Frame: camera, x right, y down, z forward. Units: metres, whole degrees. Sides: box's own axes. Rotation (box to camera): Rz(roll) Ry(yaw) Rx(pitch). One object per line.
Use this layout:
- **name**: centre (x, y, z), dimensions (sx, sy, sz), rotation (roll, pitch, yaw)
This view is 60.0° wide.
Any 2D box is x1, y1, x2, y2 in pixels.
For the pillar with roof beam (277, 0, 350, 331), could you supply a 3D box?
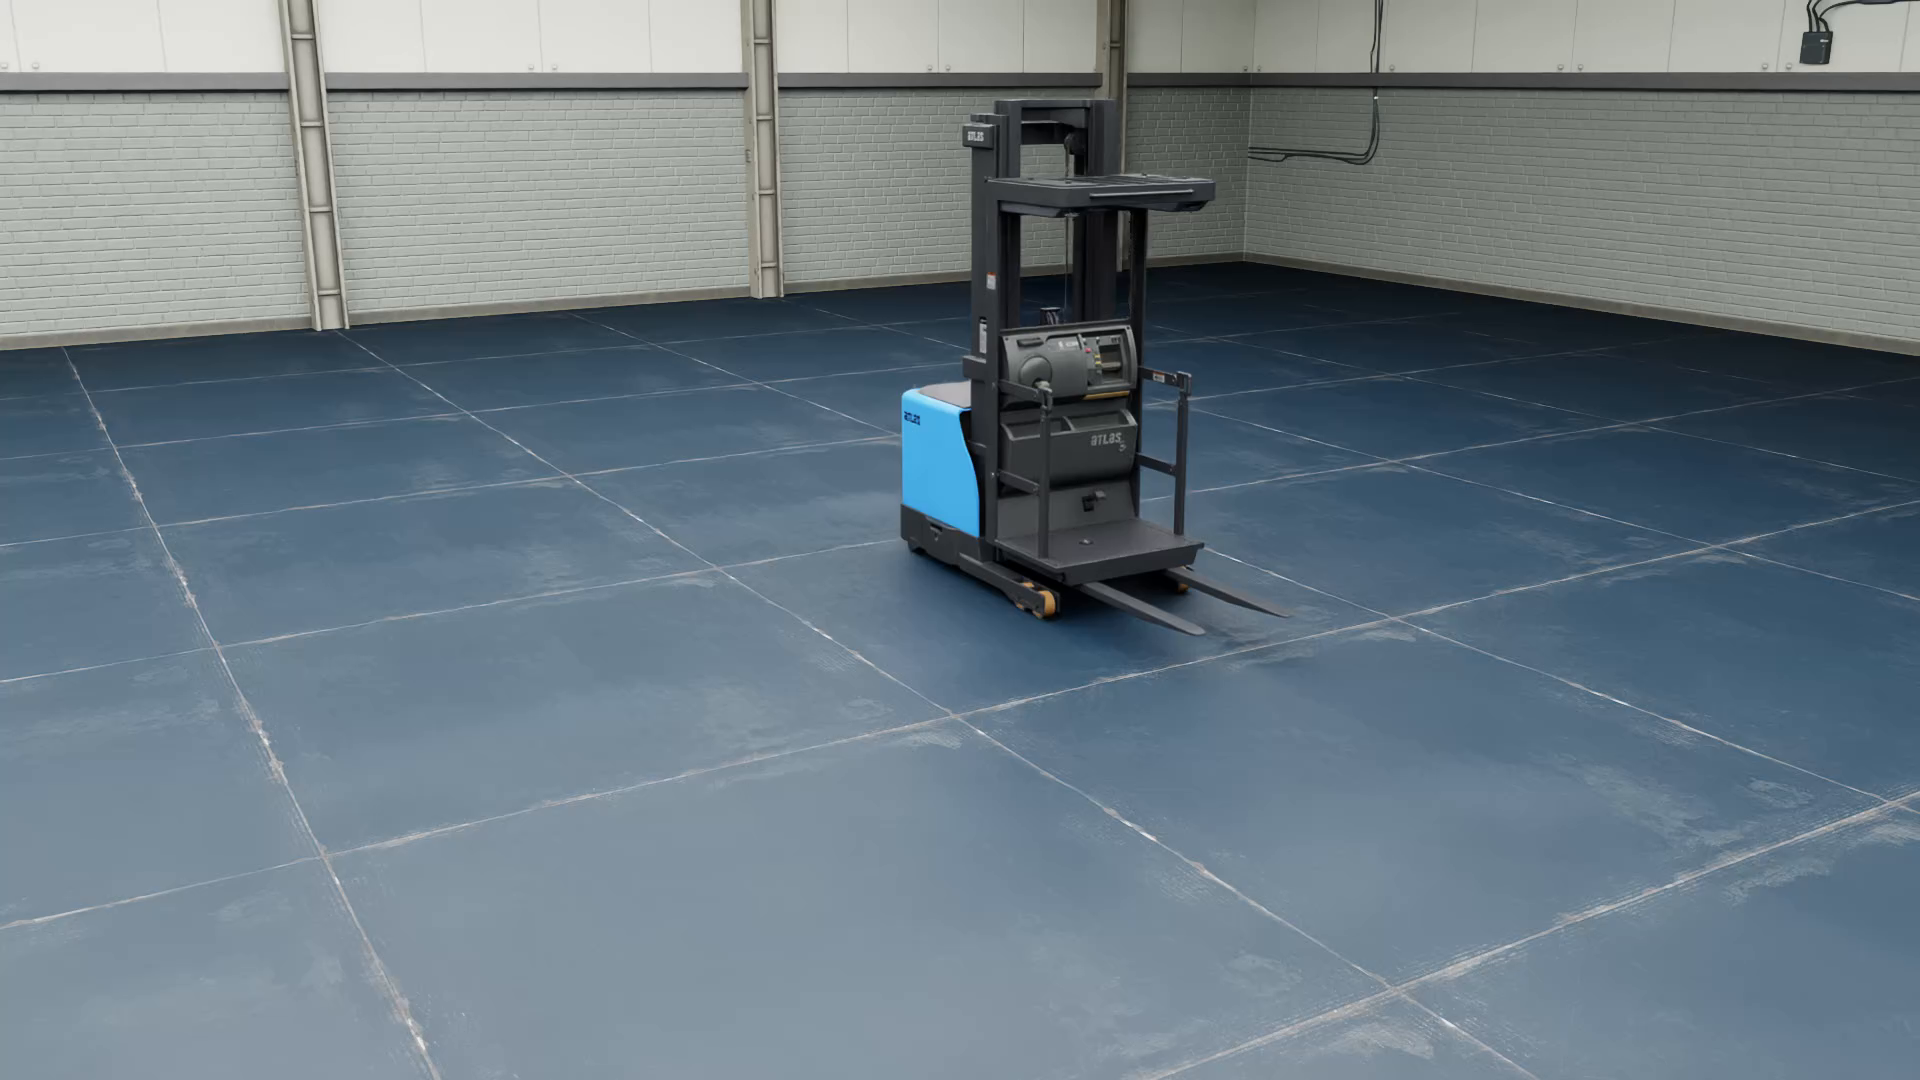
- **pillar with roof beam**: centre (-5.700, -6.005, 16.159), dimensions (0.400, 9.000, 9.100), rotation (-9, 18, -30)

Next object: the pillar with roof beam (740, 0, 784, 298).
- **pillar with roof beam**: centre (-0.557, -6.839, 19.134), dimensions (0.400, 9.000, 9.100), rotation (-9, 18, -30)

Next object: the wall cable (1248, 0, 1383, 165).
- **wall cable**: centre (5.575, -7.277, 26.451), dimensions (0.112, 2.526, 3.097), rotation (-9, 18, -30)

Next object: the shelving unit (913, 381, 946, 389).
- **shelving unit**: centre (-0.158, -0.550, 11.427), dimensions (0.252, 1.050, 0.215), rotation (-9, 18, -30)

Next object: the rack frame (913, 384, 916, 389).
- **rack frame**: centre (-0.263, -0.533, 11.366), dimensions (0.008, 1.050, 0.200), rotation (-9, 18, -30)

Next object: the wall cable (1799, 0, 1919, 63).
- **wall cable**: centre (10.451, -8.211, 17.729), dimensions (0.169, 6.003, 2.305), rotation (-9, 18, -30)

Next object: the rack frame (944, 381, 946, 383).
- **rack frame**: centre (-0.054, -0.567, 11.487), dimensions (0.008, 1.050, 0.200), rotation (-9, 18, -30)

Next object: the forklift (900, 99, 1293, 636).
- **forklift**: centre (0.779, -1.092, 9.877), dimensions (1.130, 2.935, 3.031), rotation (-9, 18, -29)

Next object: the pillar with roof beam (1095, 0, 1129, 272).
- **pillar with roof beam**: centre (4.586, -7.673, 22.109), dimensions (0.400, 9.000, 9.100), rotation (-9, 18, -30)
